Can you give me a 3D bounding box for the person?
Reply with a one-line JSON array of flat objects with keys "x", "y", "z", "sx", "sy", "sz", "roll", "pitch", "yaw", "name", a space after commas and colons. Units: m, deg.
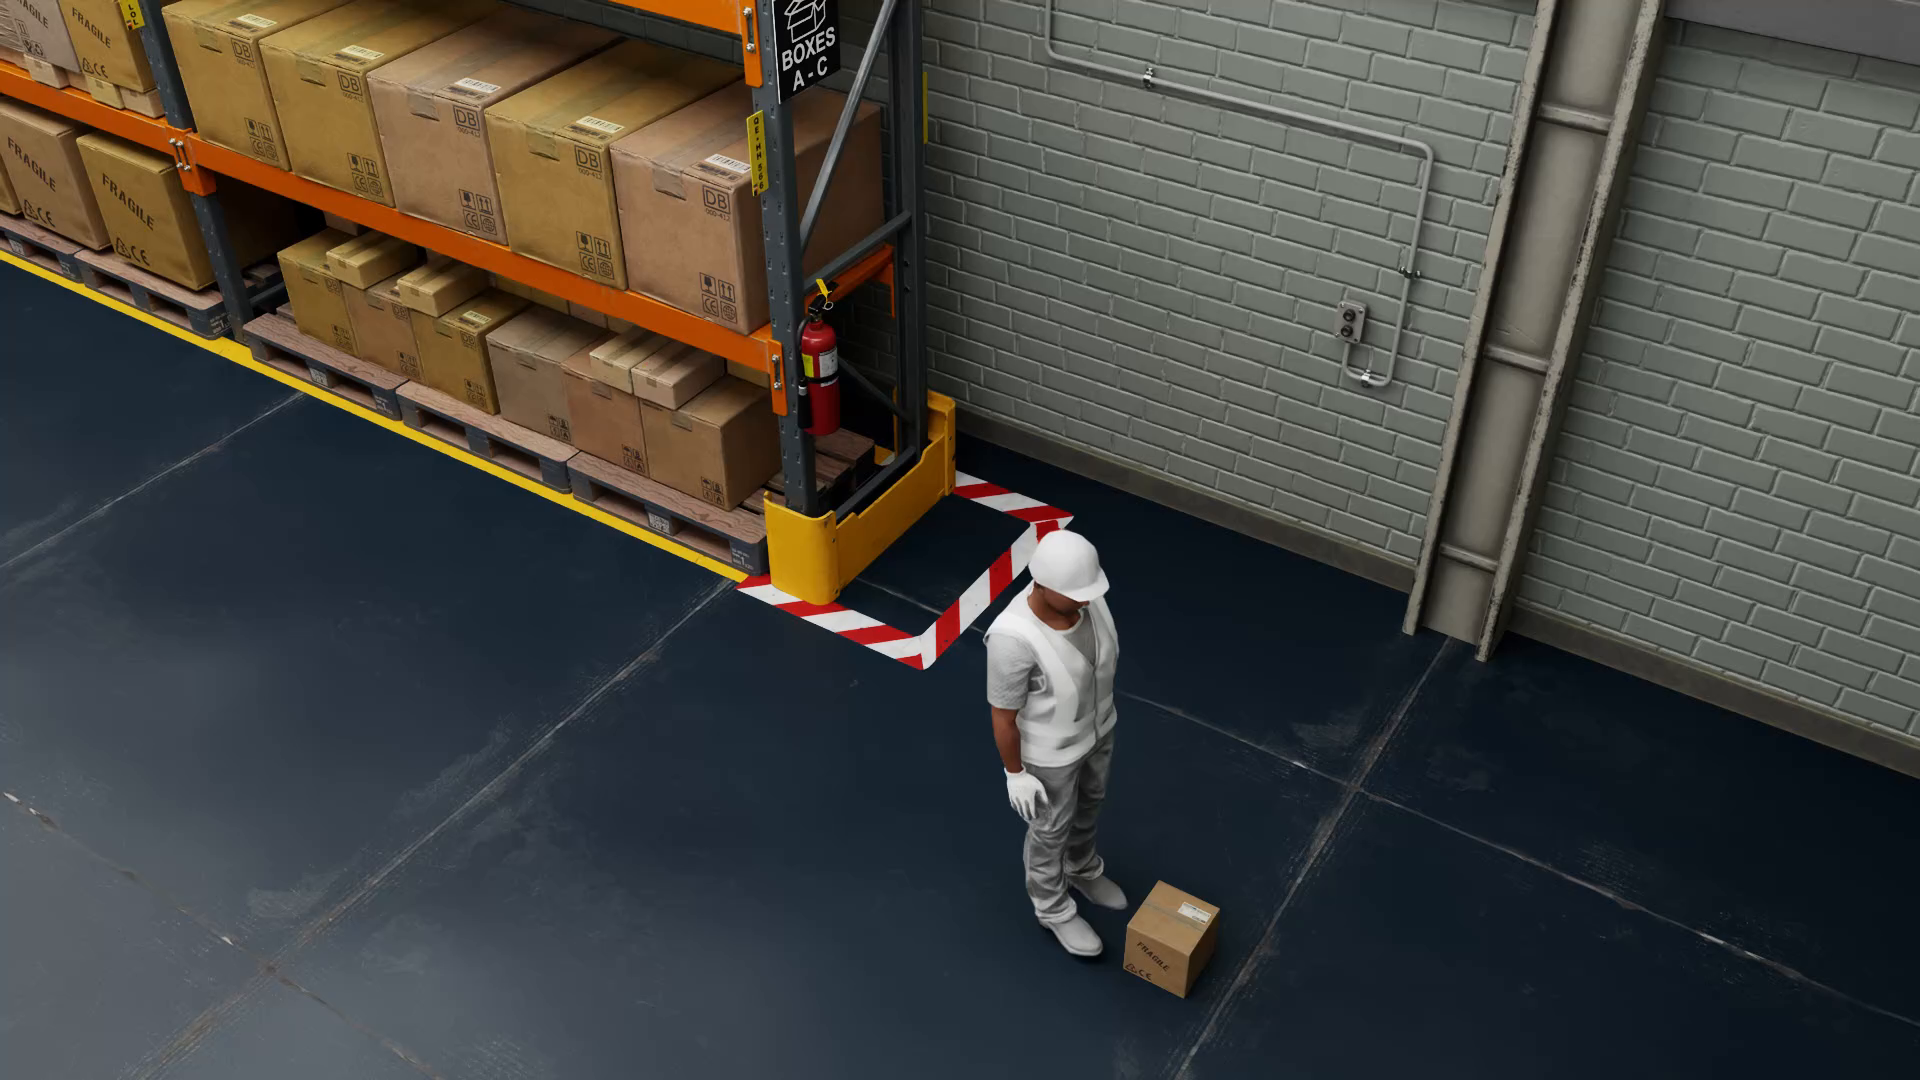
[{"x": 0.387, "y": 0.717, "z": 5.759, "sx": 0.485, "sy": 1.834, "sz": 0.590, "roll": 27, "pitch": 45, "yaw": 30, "name": "person"}]
